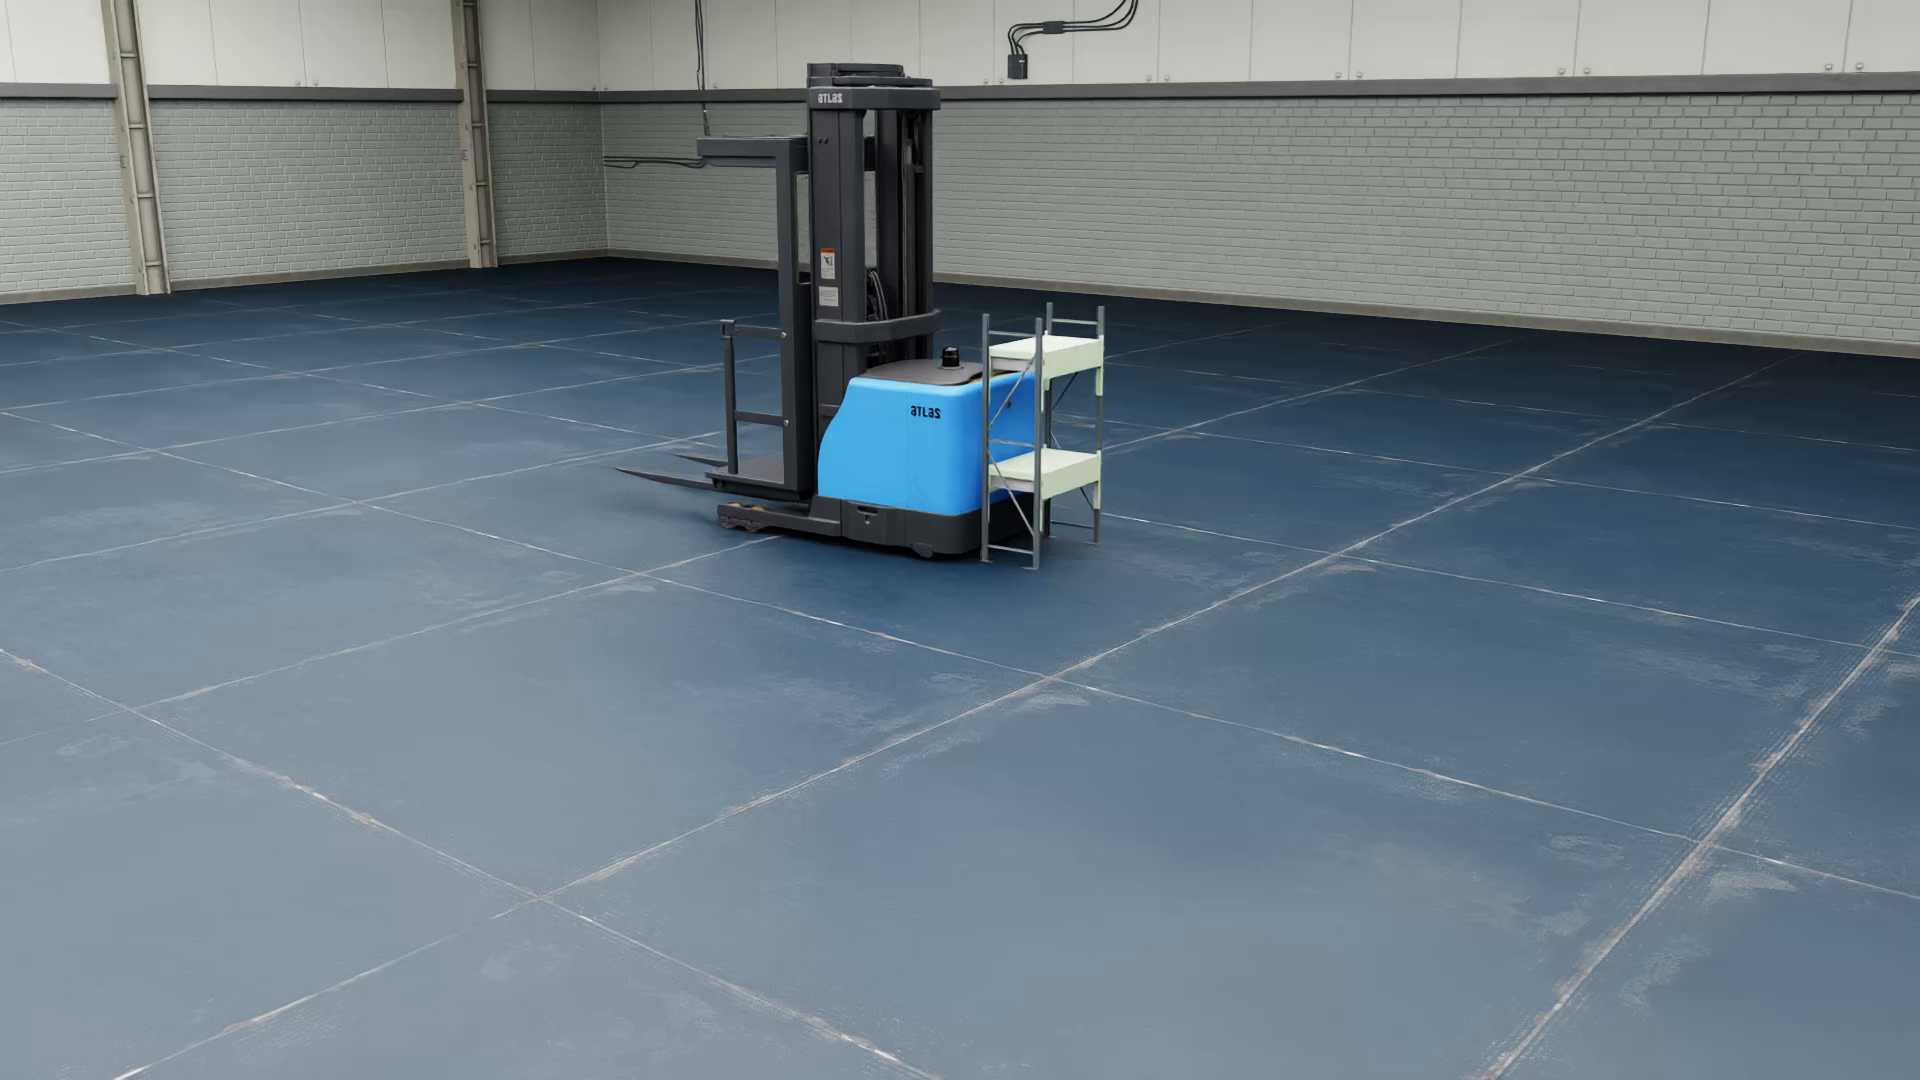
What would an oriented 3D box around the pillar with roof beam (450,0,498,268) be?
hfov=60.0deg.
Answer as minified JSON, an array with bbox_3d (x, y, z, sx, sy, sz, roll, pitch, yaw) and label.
[{"bbox_3d":[-5.258,-8.629,26.314,9.100,9.000,0.400,11,18,38],"label":"pillar with roof beam"}]

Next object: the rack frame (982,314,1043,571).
[{"bbox_3d":[0.304,-0.570,9.822,0.400,1.500,0.023,9,17,33],"label":"rack frame"}]

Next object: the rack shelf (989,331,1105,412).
[{"bbox_3d":[0.507,-1.024,10.021,0.431,0.370,0.720,9,17,33],"label":"rack shelf"}]

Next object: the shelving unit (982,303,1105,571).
[{"bbox_3d":[0.507,-0.645,10.117,0.431,1.500,0.755,9,17,33],"label":"shelving unit"}]

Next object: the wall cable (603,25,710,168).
[{"bbox_3d":[-5.727,-8.150,30.735,3.097,2.526,0.112,11,18,38],"label":"wall cable"}]

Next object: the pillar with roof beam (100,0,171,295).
[{"bbox_3d":[-9.030,-7.480,21.791,9.100,9.000,0.400,11,18,38],"label":"pillar with roof beam"}]

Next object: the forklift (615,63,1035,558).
[{"bbox_3d":[-0.986,-1.569,10.846,3.031,2.935,1.130,9,17,33],"label":"forklift"}]

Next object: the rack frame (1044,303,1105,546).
[{"bbox_3d":[0.710,-0.720,10.412,0.400,1.500,0.023,9,17,33],"label":"rack frame"}]

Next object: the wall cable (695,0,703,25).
[{"bbox_3d":[-3.623,-10.179,28.465,3.097,2.526,0.112,11,18,38],"label":"wall cable"}]

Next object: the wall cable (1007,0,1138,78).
[{"bbox_3d":[1.647,-9.831,24.139,2.305,6.003,0.169,11,18,38],"label":"wall cable"}]

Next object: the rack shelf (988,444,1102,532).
[{"bbox_3d":[0.507,-0.329,10.197,0.431,0.370,0.720,9,17,33],"label":"rack shelf"}]
